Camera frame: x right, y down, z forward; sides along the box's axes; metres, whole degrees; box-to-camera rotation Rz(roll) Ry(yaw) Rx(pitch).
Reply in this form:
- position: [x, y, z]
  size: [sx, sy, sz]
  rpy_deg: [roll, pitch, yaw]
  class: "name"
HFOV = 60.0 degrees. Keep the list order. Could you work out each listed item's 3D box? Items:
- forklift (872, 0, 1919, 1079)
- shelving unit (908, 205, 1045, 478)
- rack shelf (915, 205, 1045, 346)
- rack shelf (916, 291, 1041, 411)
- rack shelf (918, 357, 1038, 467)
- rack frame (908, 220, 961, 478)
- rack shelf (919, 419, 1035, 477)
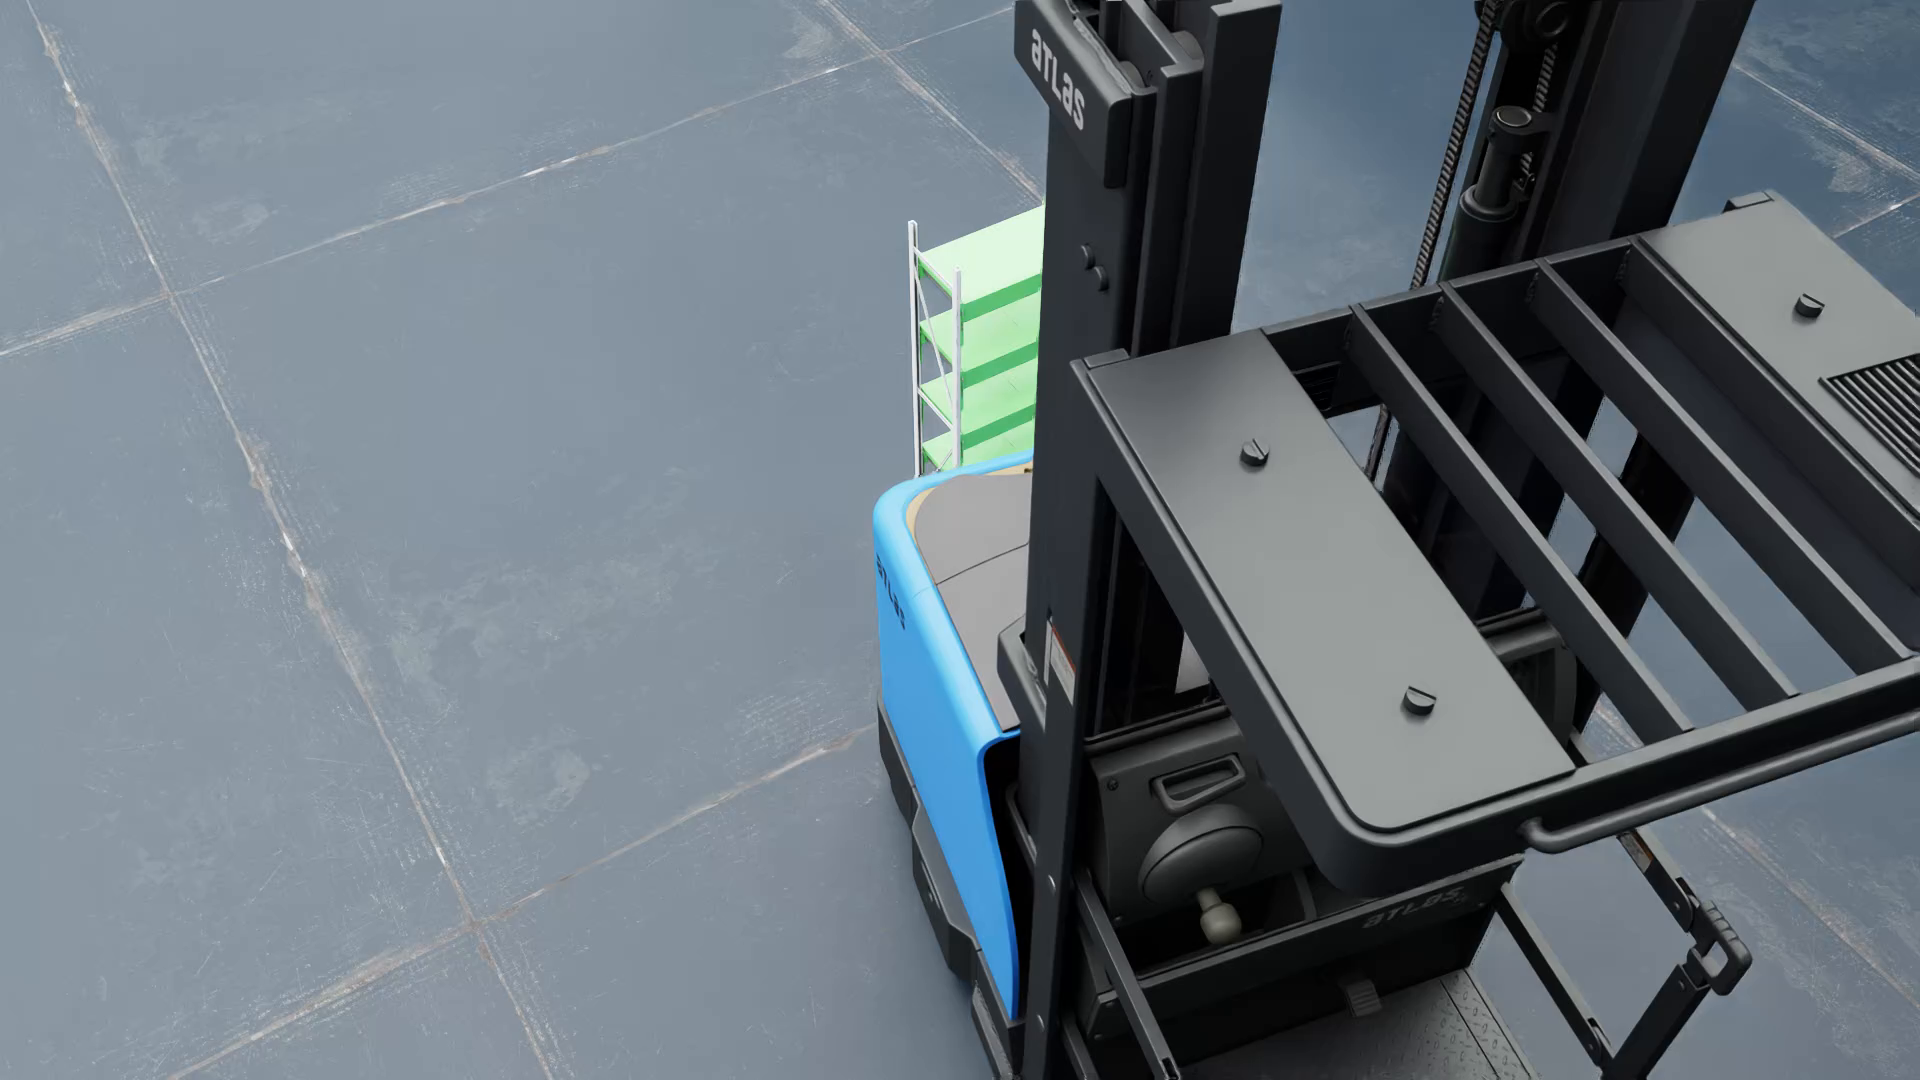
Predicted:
- position: [0.752, 0.534, 2.812]
  size: [1.130, 2.935, 3.031]
  rpy_deg: [-15, 50, -13]
  class: "forklift"
- position: [0.140, -0.465, 4.861]
  size: [0.503, 1.200, 0.258]
  rpy_deg: [-25, 53, -21]
  class: "shelving unit"
- position: [0.140, -0.742, 4.550]
  size: [0.480, 0.148, 0.258]
  rpy_deg: [-25, 53, -21]
  class: "rack shelf"
- position: [0.140, -0.582, 4.729]
  size: [0.480, 0.148, 0.258]
  rpy_deg: [-25, 53, -21]
  class: "rack shelf"
- position: [0.140, -0.422, 4.908]
  size: [0.480, 0.148, 0.258]
  rpy_deg: [-25, 53, -21]
  class: "rack shelf"
- position: [-0.066, -0.368, 4.774]
  size: [0.015, 1.200, 0.240]
  rpy_deg: [-25, 53, -21]
  class: "rack frame"
- position: [0.140, -0.263, 5.088]
  size: [0.480, 0.148, 0.258]
  rpy_deg: [-25, 53, -21]
  class: "rack shelf"
